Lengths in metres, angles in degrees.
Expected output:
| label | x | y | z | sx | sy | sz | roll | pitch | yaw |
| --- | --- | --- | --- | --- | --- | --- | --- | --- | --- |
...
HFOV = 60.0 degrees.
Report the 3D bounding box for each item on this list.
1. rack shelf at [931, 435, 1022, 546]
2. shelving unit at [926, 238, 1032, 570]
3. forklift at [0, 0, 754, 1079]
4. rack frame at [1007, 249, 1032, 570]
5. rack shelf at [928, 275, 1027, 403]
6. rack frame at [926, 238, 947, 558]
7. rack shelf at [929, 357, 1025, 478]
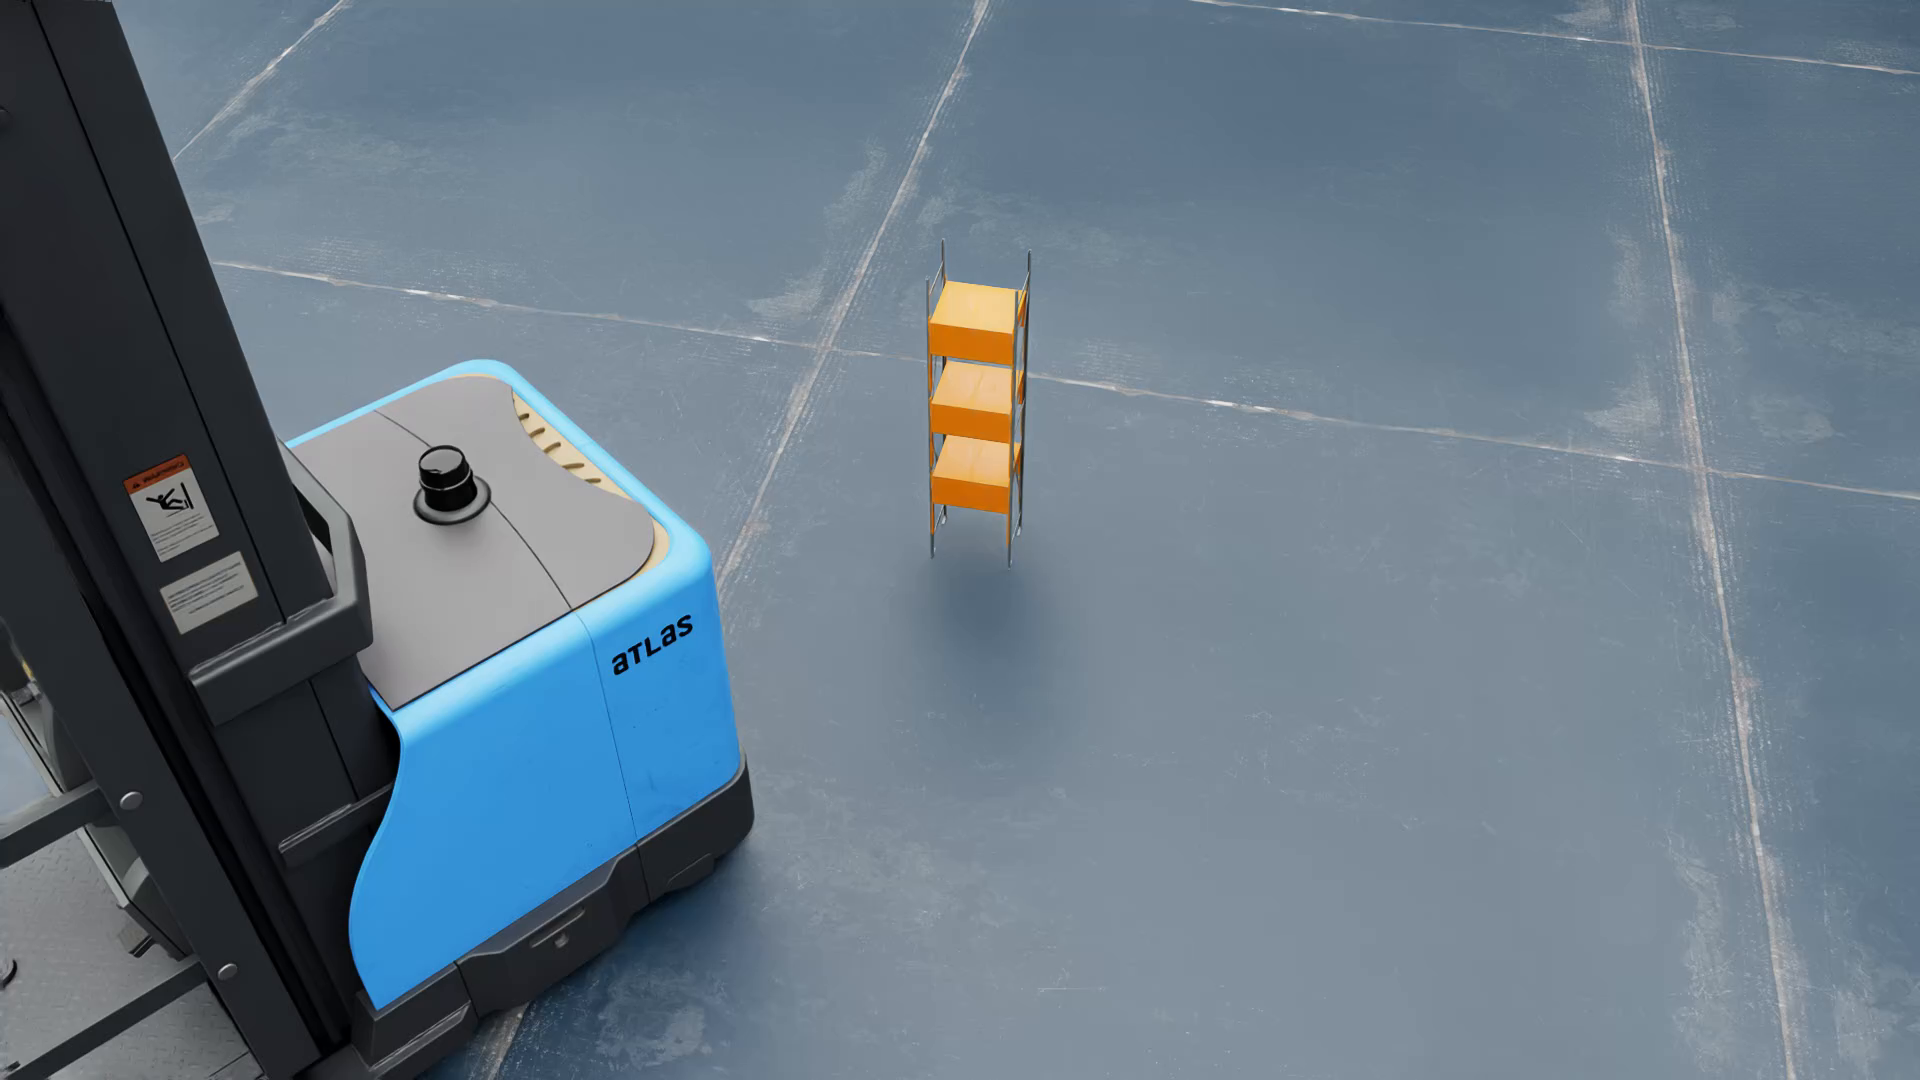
| label | x | y | z | sx | sy | sz | roll | pitch | yaw |
| --- | --- | --- | --- | --- | --- | --- | --- | --- | --- |
| rack shelf | 0.052 | -0.162 | 5.078 | 0.240 | 0.259 | 0.215 | 9 | 45 | 9 |
| shelving unit | 0.052 | -0.370 | 4.878 | 0.252 | 1.050 | 0.215 | 9 | 45 | 9 |
| forklift | -1.979 | 0.163 | 2.967 | 3.031 | 2.935 | 1.130 | -32 | 52 | -29 |
| rack frame | 0.171 | -0.352 | 4.858 | 0.008 | 1.050 | 0.200 | 9 | 45 | 9 |
| rack shelf | 0.052 | -0.567 | 4.688 | 0.240 | 0.259 | 0.215 | 9 | 45 | 9 |
| rack frame | -0.067 | -0.389 | 4.897 | 0.008 | 1.050 | 0.200 | 9 | 45 | 9 |
| rack shelf | 0.052 | -0.363 | 4.885 | 0.240 | 0.259 | 0.215 | 9 | 45 | 9 |
